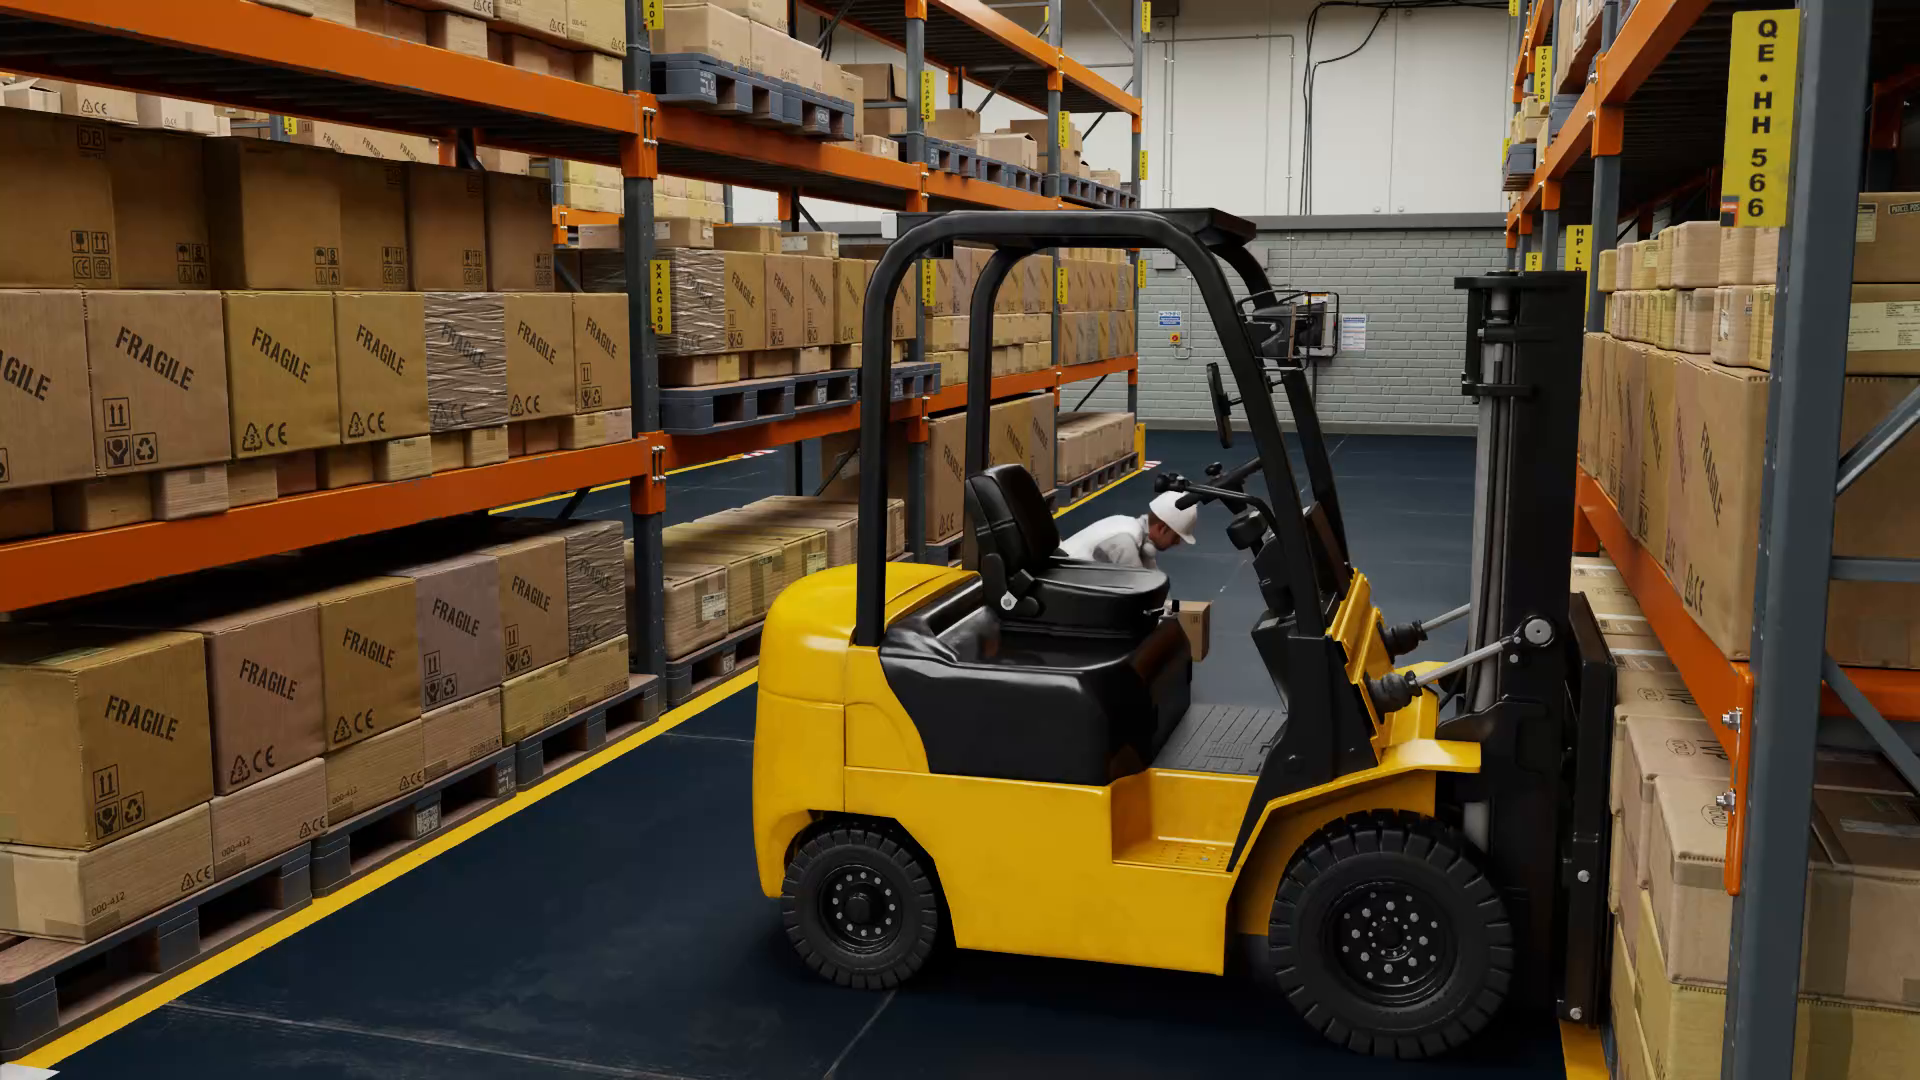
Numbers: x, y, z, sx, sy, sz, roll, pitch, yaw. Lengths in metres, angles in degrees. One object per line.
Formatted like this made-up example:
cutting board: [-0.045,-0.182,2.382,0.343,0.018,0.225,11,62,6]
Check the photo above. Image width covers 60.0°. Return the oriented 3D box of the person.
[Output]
person: [0.743,0.256,8.179,0.873,1.005,0.527,2,9,16]
